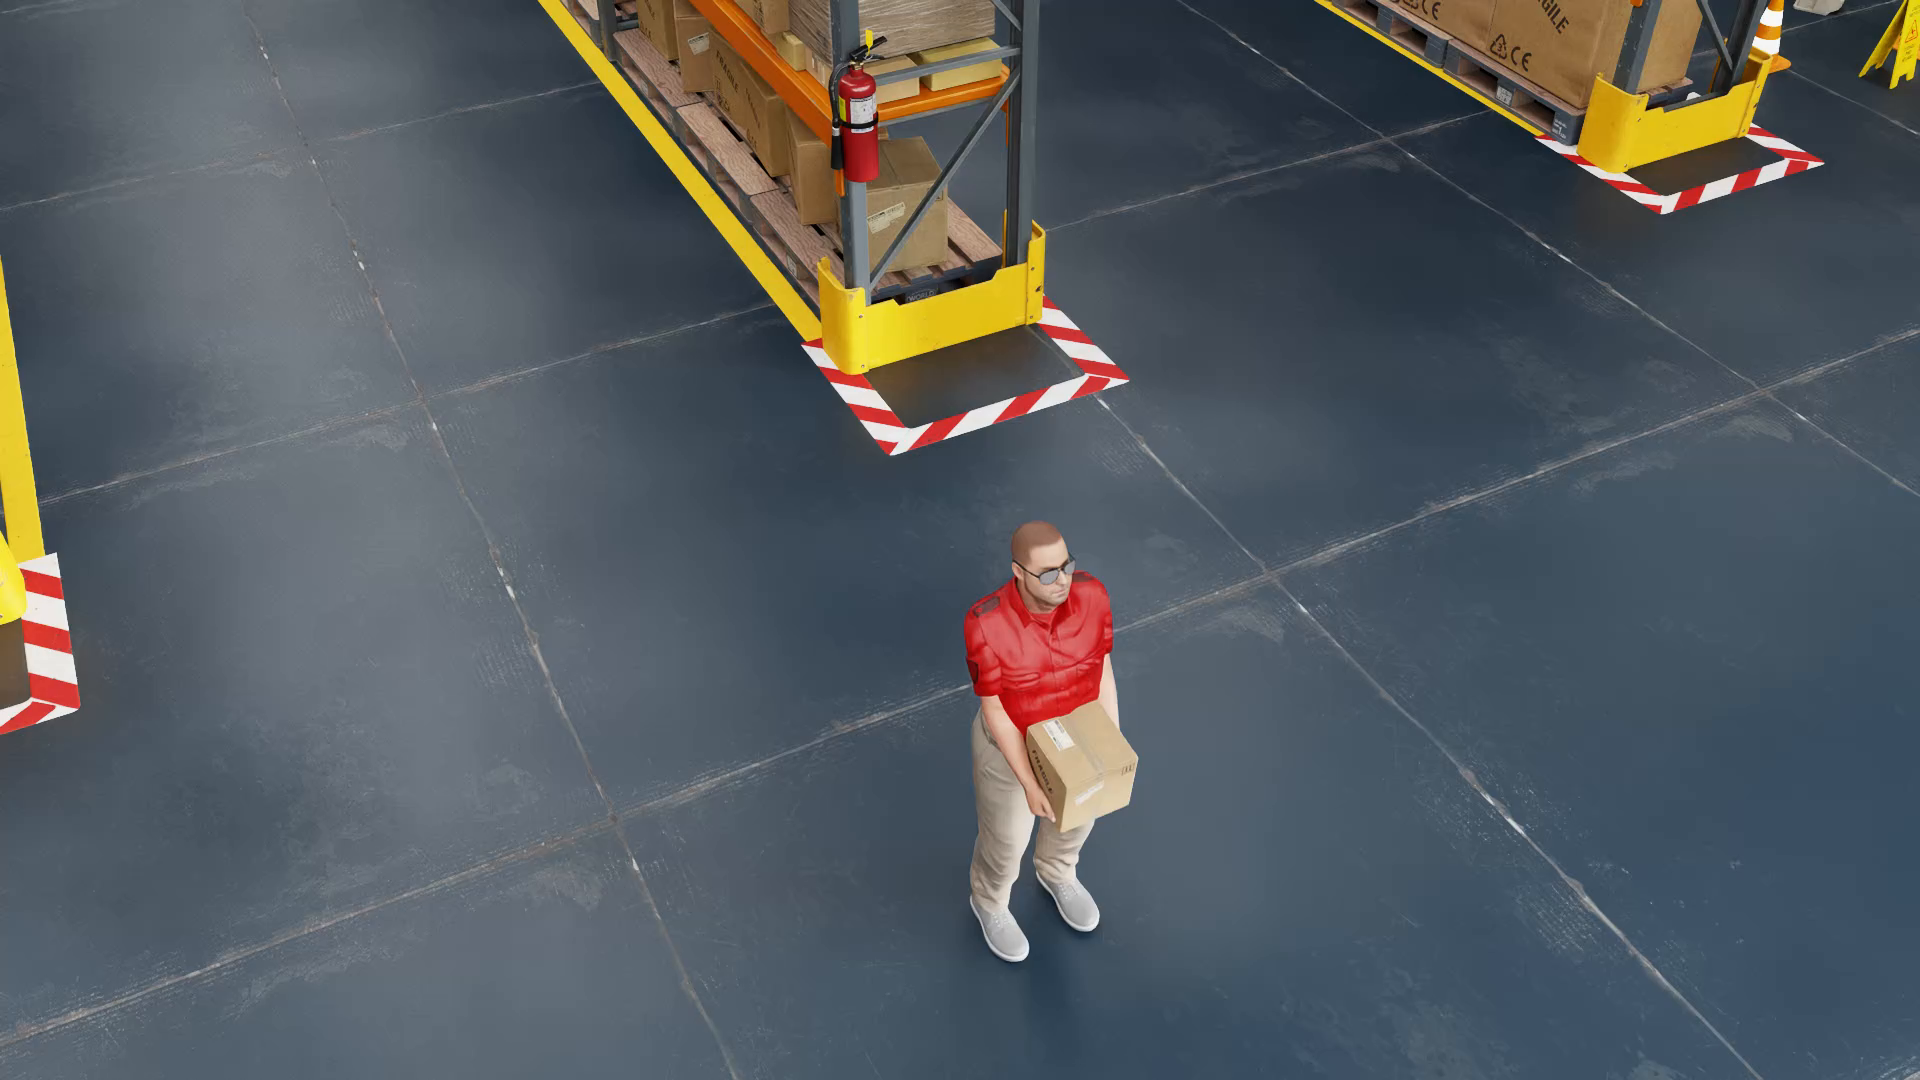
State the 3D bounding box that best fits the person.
[{"bbox_3d":[0.302,0.709,5.363,0.493,1.711,0.530,-19,44,-20],"label":"person"}]
